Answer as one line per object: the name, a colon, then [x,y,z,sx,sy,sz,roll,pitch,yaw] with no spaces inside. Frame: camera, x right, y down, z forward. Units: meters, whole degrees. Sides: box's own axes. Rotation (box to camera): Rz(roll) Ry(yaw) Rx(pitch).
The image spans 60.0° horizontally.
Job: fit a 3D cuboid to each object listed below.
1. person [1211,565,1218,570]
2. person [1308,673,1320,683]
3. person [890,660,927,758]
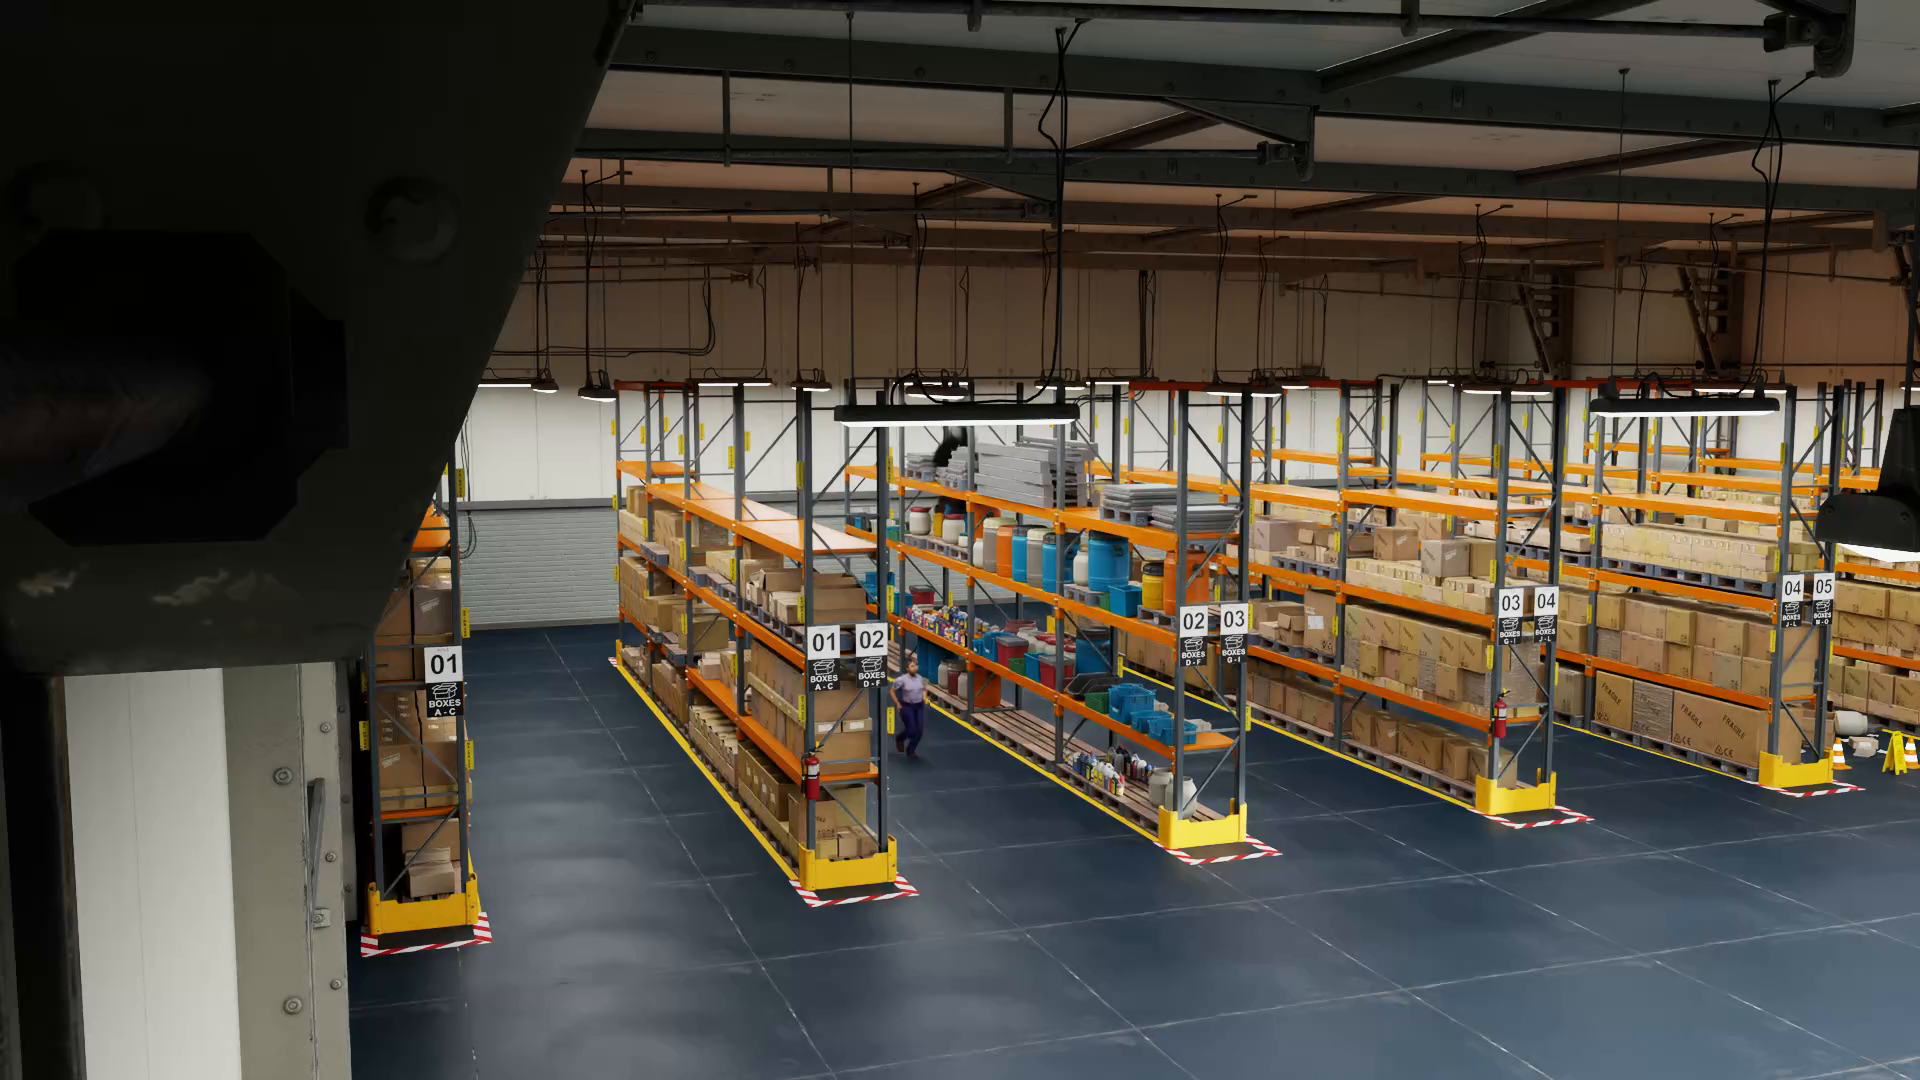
person: [5.712,1.404,38.782,0.698,1.729,1.061,-4,7,-31]
person: [6.840,2.074,32.095,0.701,1.732,0.679,-2,6,-18]
person: [-0.762,2.719,26.663,0.615,1.596,0.551,-4,7,-33]
